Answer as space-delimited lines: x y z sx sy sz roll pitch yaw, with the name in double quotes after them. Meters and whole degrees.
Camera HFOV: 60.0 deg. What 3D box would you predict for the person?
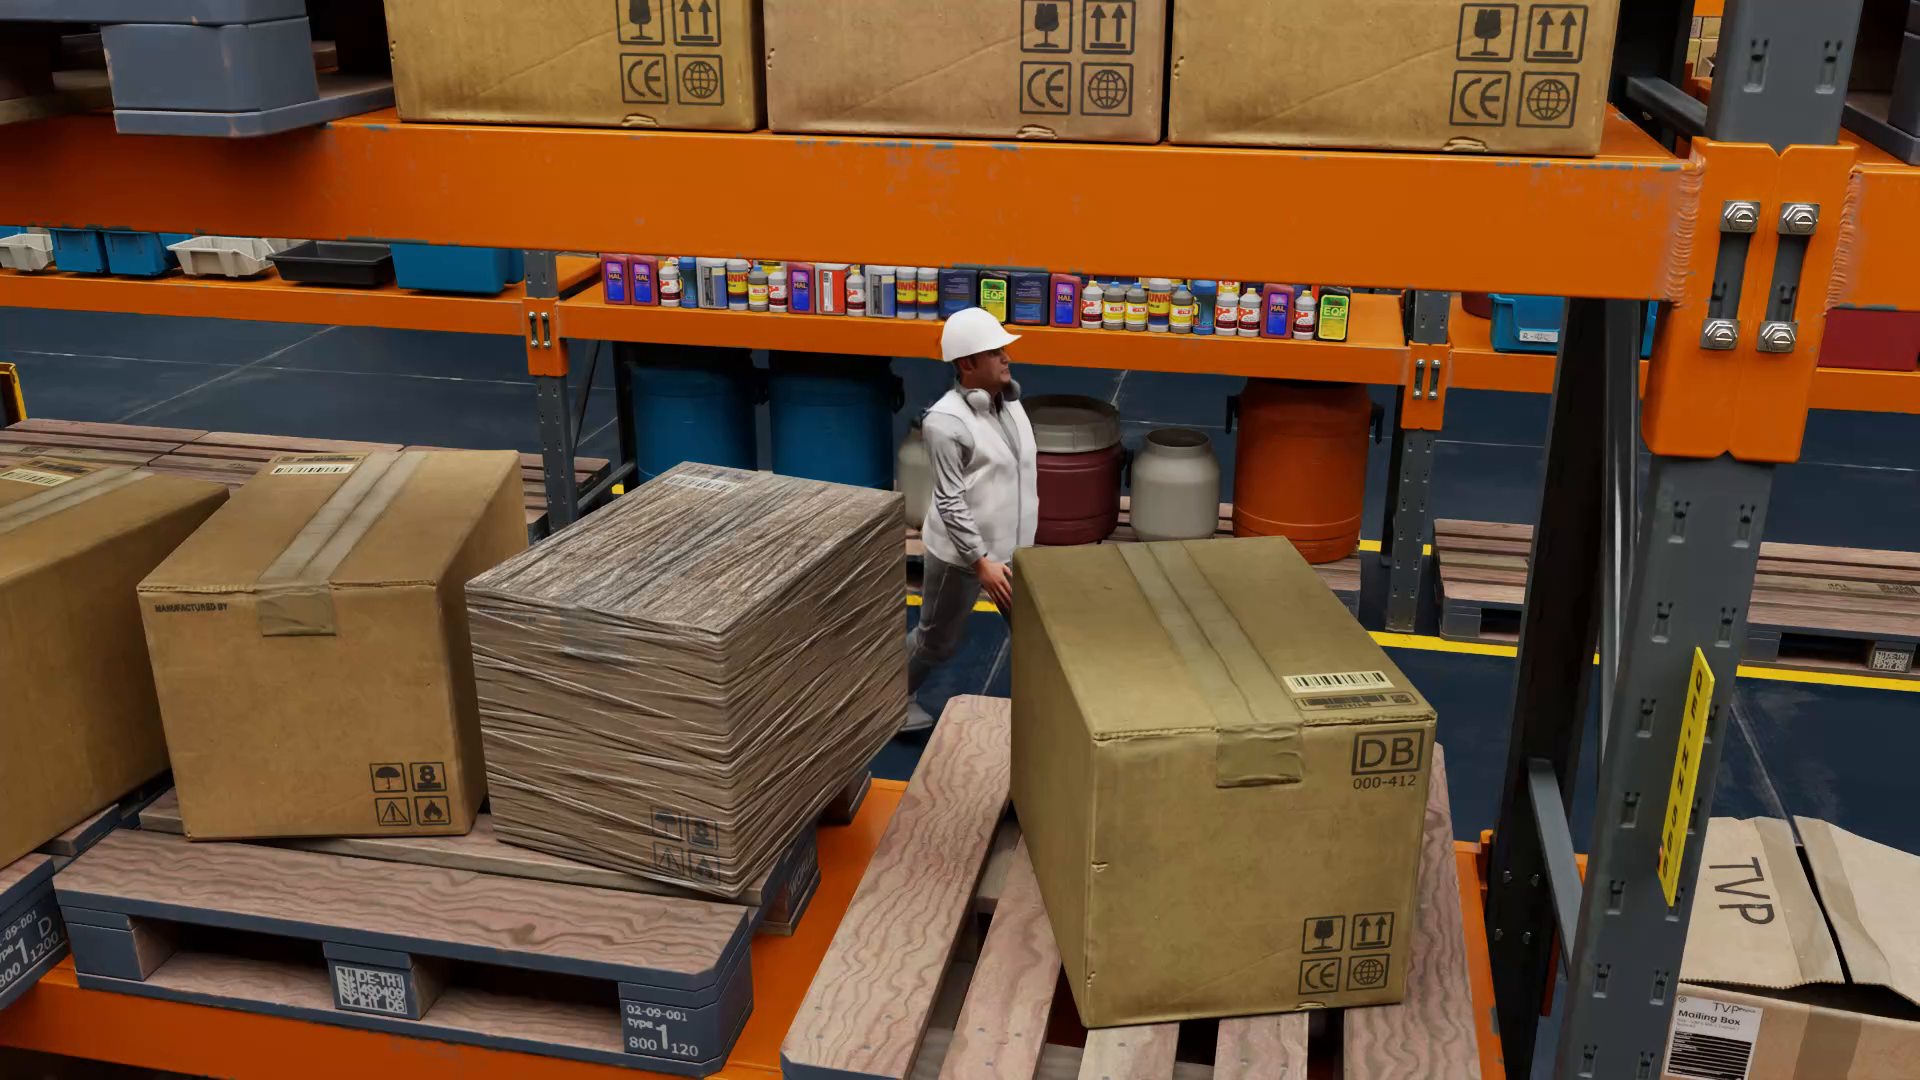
0.100 0.023 6.008 1.045 1.724 0.532 18 28 38 "person"
